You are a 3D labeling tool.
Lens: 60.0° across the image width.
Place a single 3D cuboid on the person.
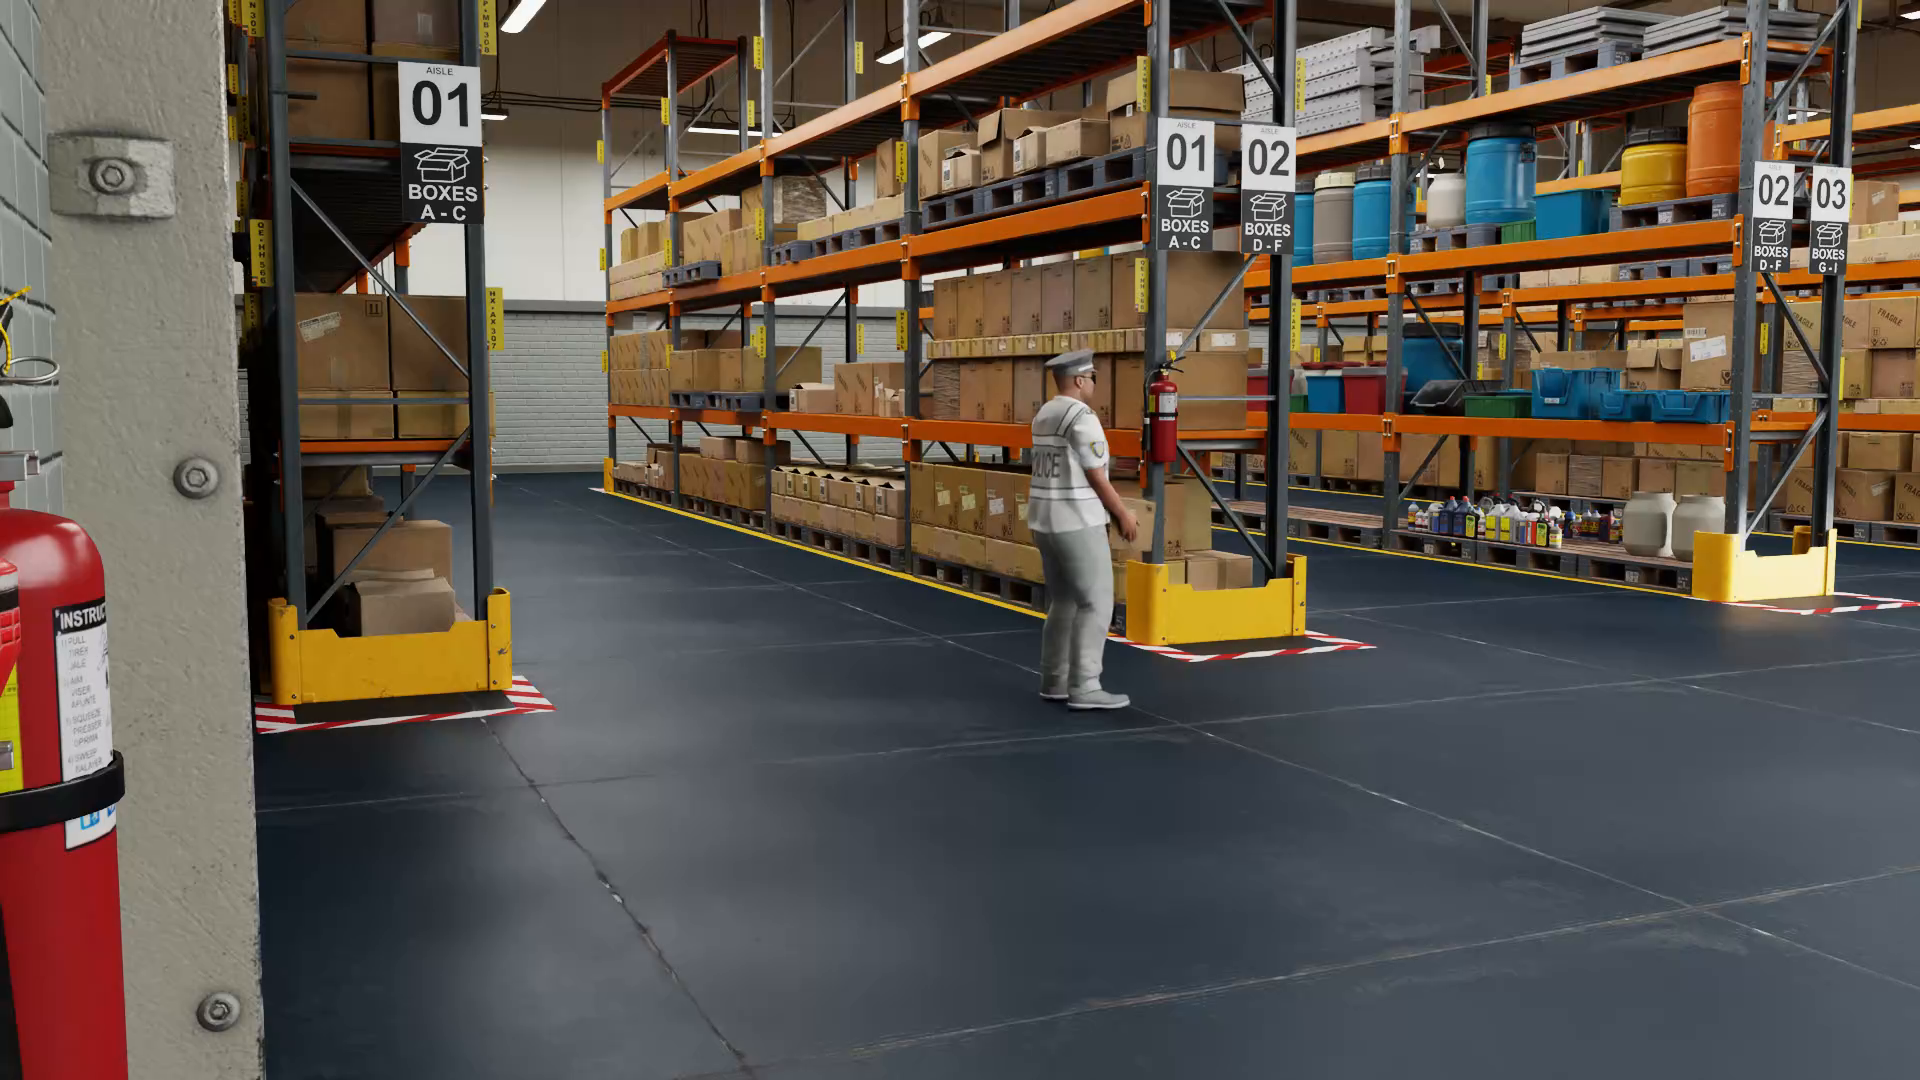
[{"bbox_3d":[0.611,-0.066,8.289,0.513,1.772,0.530,-2,6,-24],"label":"person"}]
